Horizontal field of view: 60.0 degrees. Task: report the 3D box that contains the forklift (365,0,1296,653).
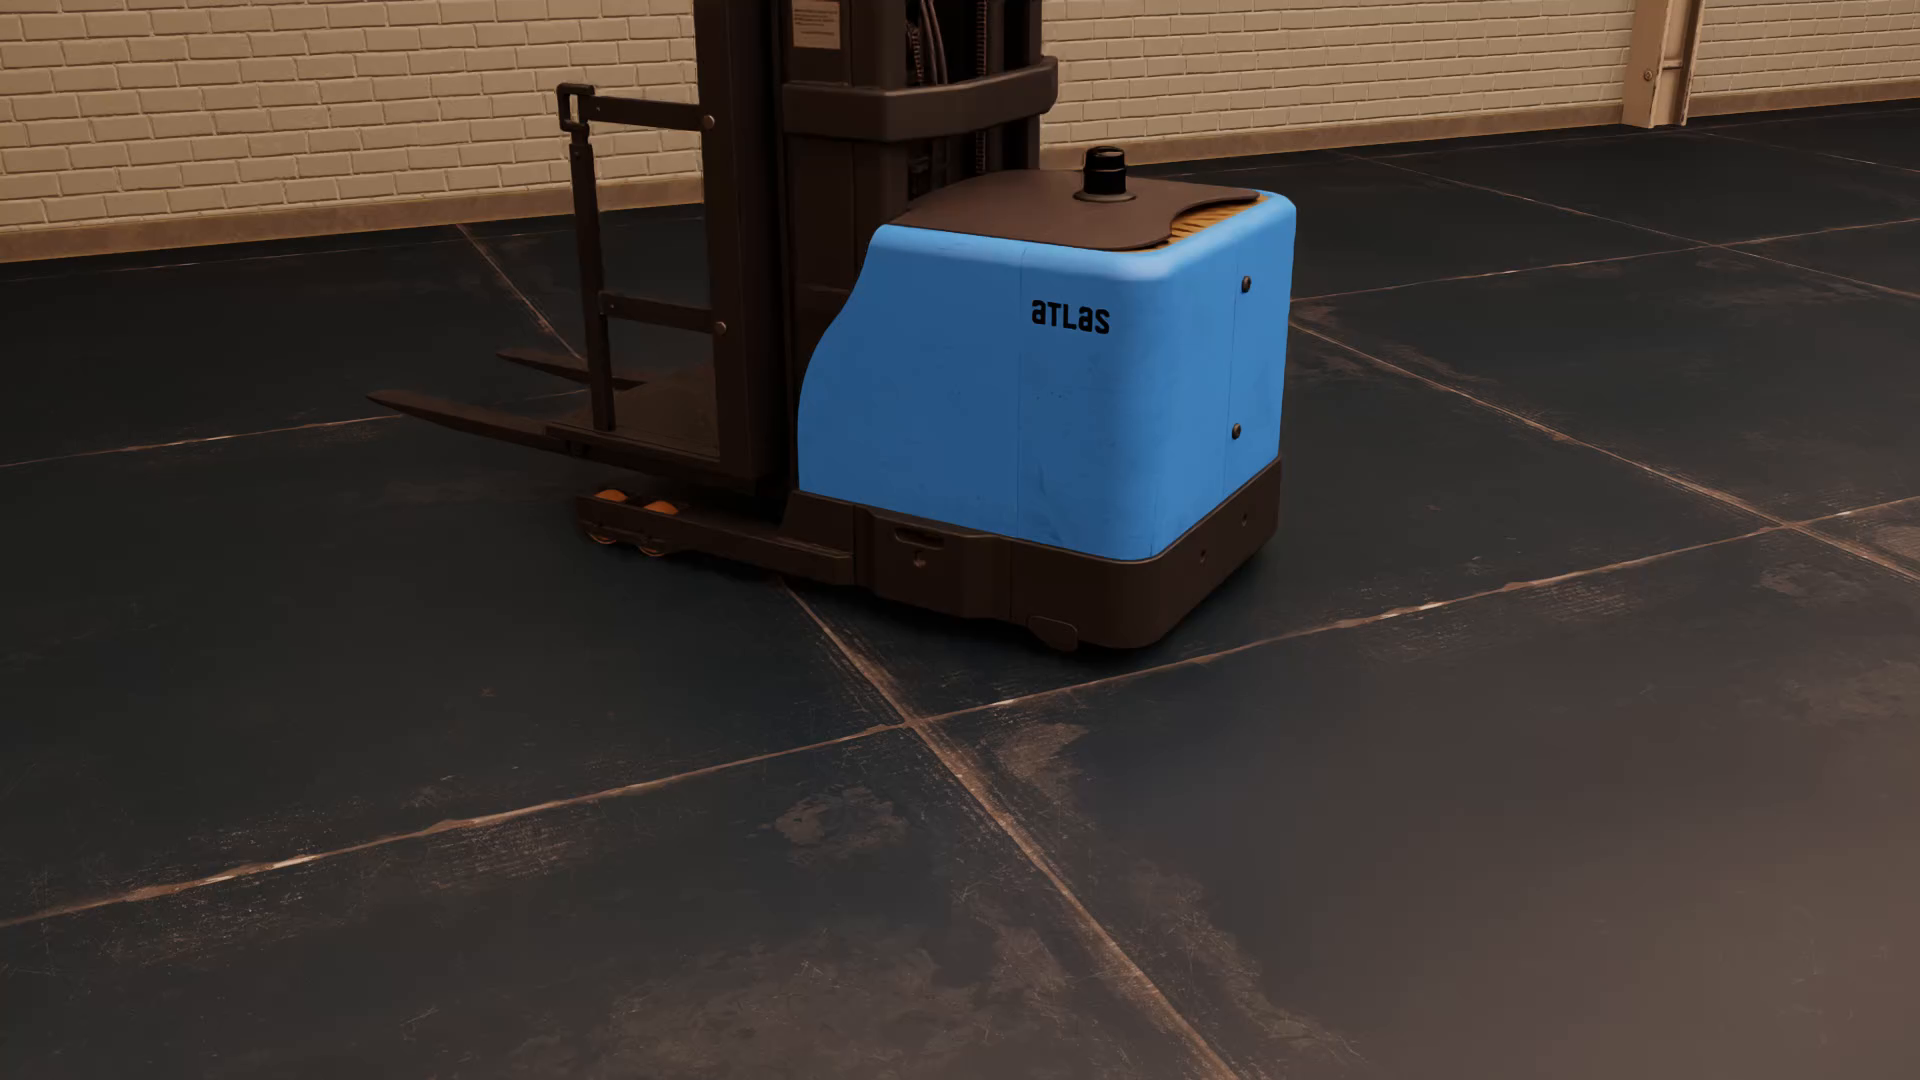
[{"bbox_3d":[-0.579,-1.462,4.804,3.031,2.935,1.130,13,26,28],"label":"forklift"}]
